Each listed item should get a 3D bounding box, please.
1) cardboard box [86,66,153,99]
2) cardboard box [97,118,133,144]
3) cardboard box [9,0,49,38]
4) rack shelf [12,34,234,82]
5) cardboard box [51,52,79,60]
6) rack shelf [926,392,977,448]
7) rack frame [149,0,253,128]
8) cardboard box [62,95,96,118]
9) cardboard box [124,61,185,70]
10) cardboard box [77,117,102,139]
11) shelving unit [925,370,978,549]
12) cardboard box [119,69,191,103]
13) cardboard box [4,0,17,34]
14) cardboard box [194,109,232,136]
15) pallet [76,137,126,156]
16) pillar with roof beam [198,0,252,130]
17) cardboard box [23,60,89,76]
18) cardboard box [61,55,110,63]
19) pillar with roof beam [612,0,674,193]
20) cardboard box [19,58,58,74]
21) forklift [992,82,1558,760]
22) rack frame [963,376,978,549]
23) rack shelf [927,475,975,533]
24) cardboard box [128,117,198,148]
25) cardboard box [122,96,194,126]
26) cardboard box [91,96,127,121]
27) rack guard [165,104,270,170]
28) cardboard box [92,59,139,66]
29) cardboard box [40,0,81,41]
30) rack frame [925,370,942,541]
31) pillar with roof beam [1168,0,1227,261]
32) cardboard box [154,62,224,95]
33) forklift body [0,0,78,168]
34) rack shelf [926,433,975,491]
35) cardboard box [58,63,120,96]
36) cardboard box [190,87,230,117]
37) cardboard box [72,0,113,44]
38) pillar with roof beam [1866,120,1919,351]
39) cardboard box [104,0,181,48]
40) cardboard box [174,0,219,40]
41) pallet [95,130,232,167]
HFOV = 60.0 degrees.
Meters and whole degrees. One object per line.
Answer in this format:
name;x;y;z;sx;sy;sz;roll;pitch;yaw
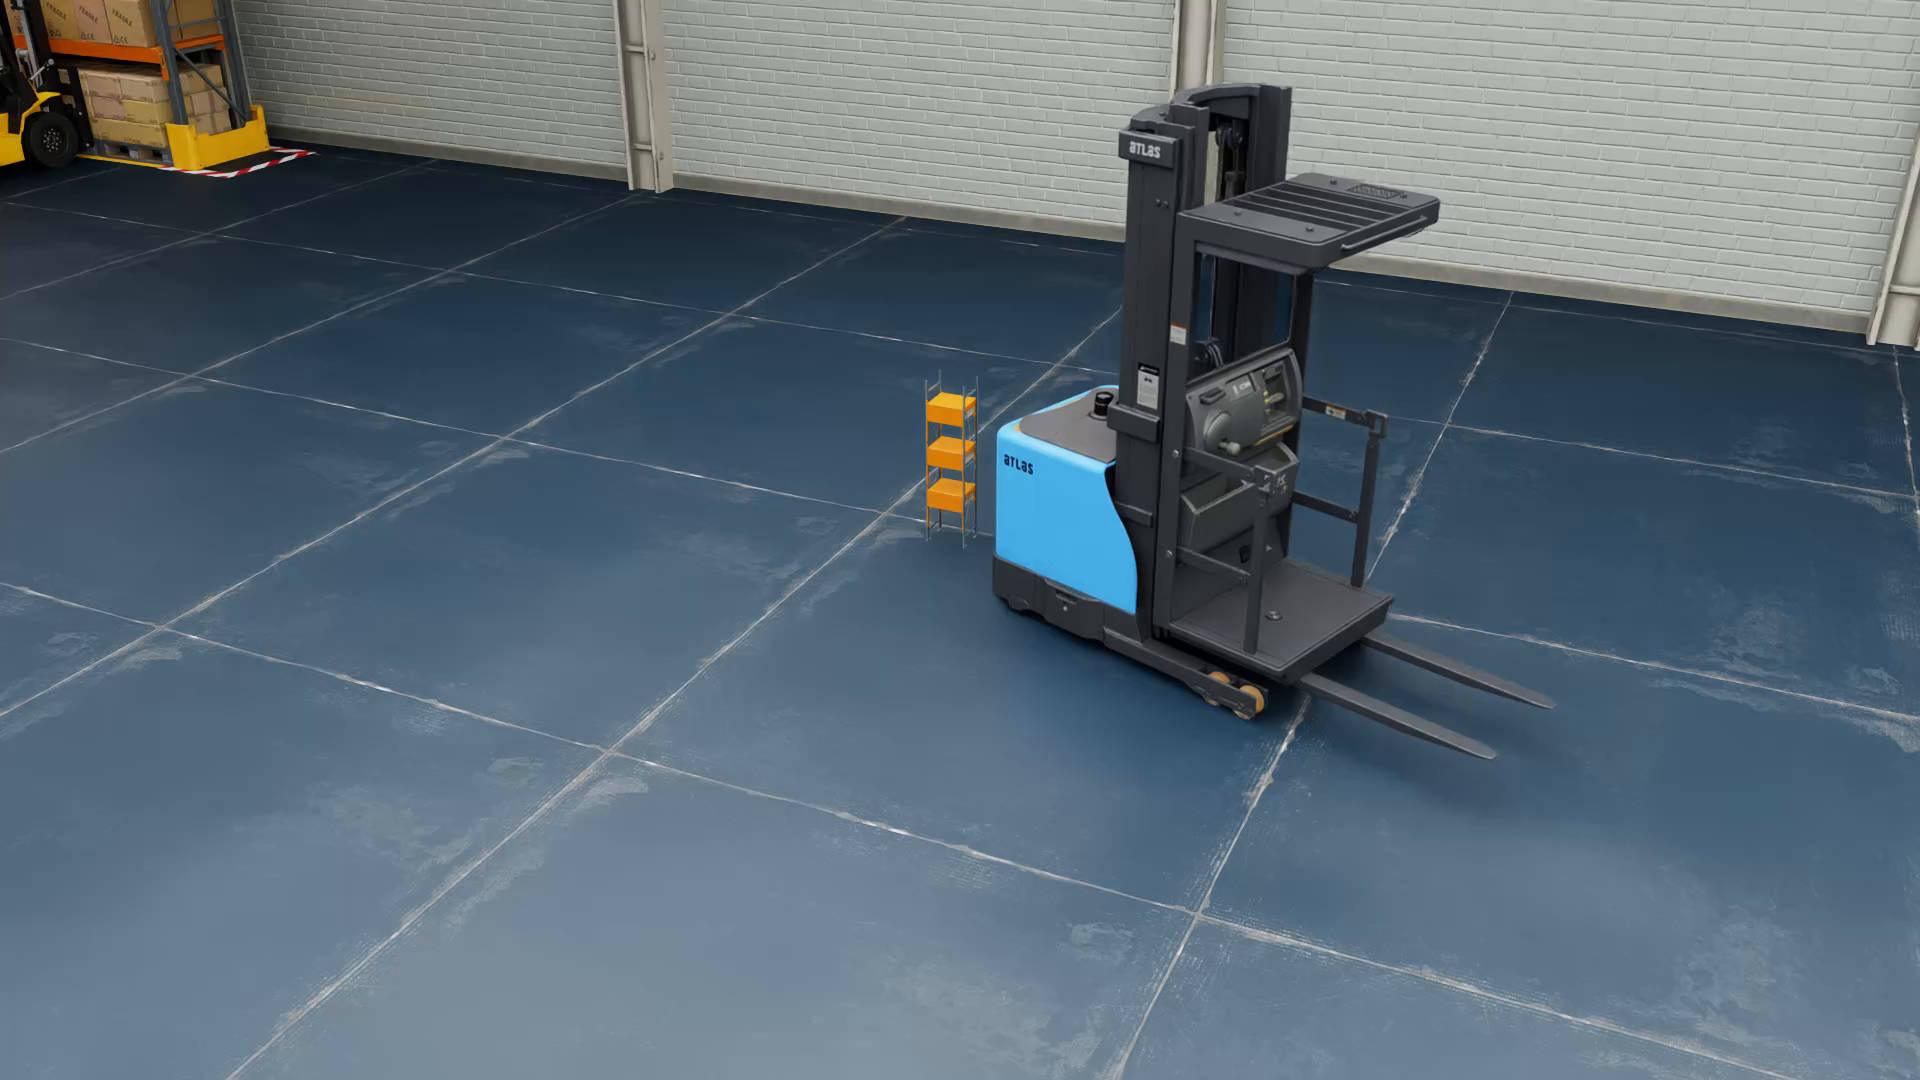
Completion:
cardboard box;-9.547;-5.213;18.947;0.500;0.250;0.500;12;29;23
cardboard box;-9.539;-4.768;19.176;0.500;0.250;0.500;11;28;22
cardboard box;-10.485;-6.069;19.067;0.500;0.500;0.500;12;28;22
rack shelf;-10.352;-5.803;19.454;4.000;0.370;1.077;11;28;22
cardboard box;-10.722;-5.698;19.932;0.500;0.250;0.500;12;28;22
rack shelf;-0.049;-0.726;9.917;0.240;0.259;0.215;11;28;22
rack frame;-8.531;-5.760;18.553;0.127;3.000;1.000;11;28;22
cardboard box;-10.035;-5.084;19.252;0.500;0.250;0.500;11;28;21
cardboard box;-9.347;-5.417;19.362;0.500;0.250;0.500;11;28;22
cardboard box;-9.990;-4.863;19.369;0.500;0.250;0.500;12;29;22
shelving unit;-0.049;-0.481;10.038;0.252;1.050;0.215;11;28;22
cardboard box;-9.080;-5.122;18.763;0.500;0.250;0.500;12;29;24
cardboard box;-10.934;-6.169;19.271;0.500;0.500;0.500;11;28;21
cardboard box;-8.898;-4.883;19.409;0.500;0.250;0.500;11;28;22
pallet;-10.352;-4.855;19.873;1.213;0.211;1.003;11;28;22
pillar with roof beam;-10.574;-7.210;14.706;0.400;9.000;9.100;11;28;22
cardboard box;-10.469;-5.397;19.321;0.500;0.250;0.500;11;28;21
cardboard box;-10.261;-5.609;19.752;0.500;0.250;0.500;11;28;21
pillar with roof beam;-5.112;-6.113;12.478;0.400;9.000;9.100;11;28;22
cardboard box;-10.943;-5.496;19.522;0.500;0.250;0.500;12;29;24
forklift;1.597;-0.670;8.292;3.031;2.935;1.130;23;34;38
rack frame;0.062;-0.458;9.993;0.008;1.050;0.200;11;28;22
rack shelf;-0.049;-0.222;10.165;0.240;0.259;0.215;11;28;22
cardboard box;-9.090;-4.673;18.984;0.500;0.250;0.500;12;28;22
cardboard box;-9.104;-4.902;18.882;0.500;0.250;0.500;11;28;21
cardboard box;-9.556;-4.998;19.077;0.500;0.250;0.500;11;28;21
rack guard;-8.510;-4.634;19.096;0.348;0.500;1.175;11;28;22
cardboard box;-9.798;-5.513;19.556;0.500;0.250;0.500;11;28;21
cardboard box;-10.023;-5.981;18.889;0.500;0.500;0.500;11;28;21
rack frame;-0.160;-0.503;10.083;0.008;1.050;0.200;11;28;22
pillar with roof beam;0.349;-5.016;10.250;0.400;9.000;9.100;11;28;22
cardboard box;-8.891;-5.327;19.179;0.500;0.250;0.500;11;28;21
forklift body;-11.013;-4.992;17.954;1.214;2.155;2.313;11;28;22
rack shelf;-0.049;-0.471;10.043;0.240;0.259;0.215;11;28;22
cardboard box;-10.010;-5.301;19.127;0.500;0.250;0.500;12;29;22
cardboard box;-8.874;-5.108;19.301;0.500;0.250;0.500;12;29;23
cardboard box;-9.557;-5.887;18.699;0.500;0.500;0.500;12;29;23
pillar with roof beam;5.811;-3.919;8.022;0.400;9.000;9.100;11;28;22
cardboard box;-9.088;-5.789;18.499;0.500;0.500;0.500;11;28;21
cardboard box;-8.867;-6.007;18.941;0.500;0.500;0.500;12;29;23
pallet;-9.245;-4.632;19.418;1.213;0.211;1.003;11;28;22
